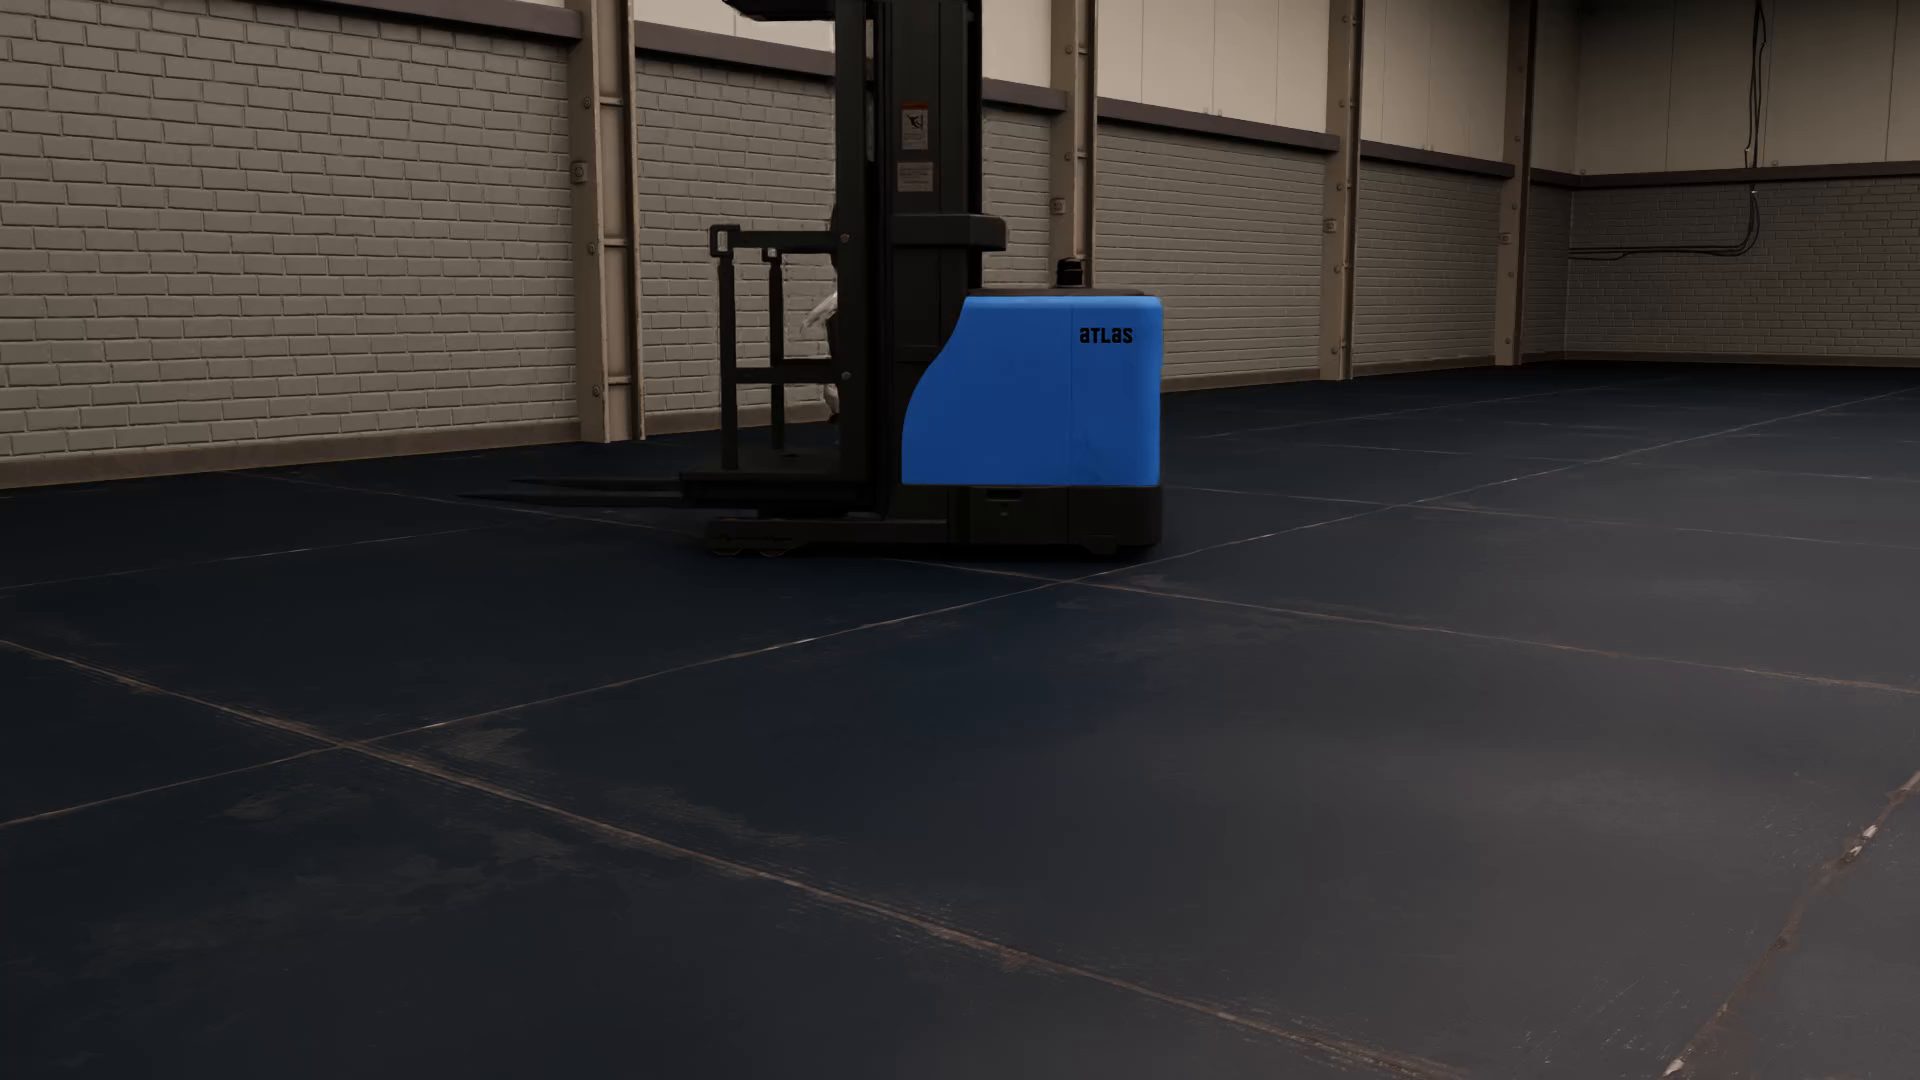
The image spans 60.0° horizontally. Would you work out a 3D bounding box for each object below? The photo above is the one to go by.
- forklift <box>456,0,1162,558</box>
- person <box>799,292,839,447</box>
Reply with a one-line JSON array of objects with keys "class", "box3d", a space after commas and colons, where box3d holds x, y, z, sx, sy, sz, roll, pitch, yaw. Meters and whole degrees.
[{"class": "forklift", "box3d": [-0.643, -1.452, 7.202, 3.031, 2.935, 1.130, 1, 8, 5]}, {"class": "person", "box3d": [-0.673, -1.367, 11.861, 0.522, 1.587, 0.954, 5, 10, 31]}]
